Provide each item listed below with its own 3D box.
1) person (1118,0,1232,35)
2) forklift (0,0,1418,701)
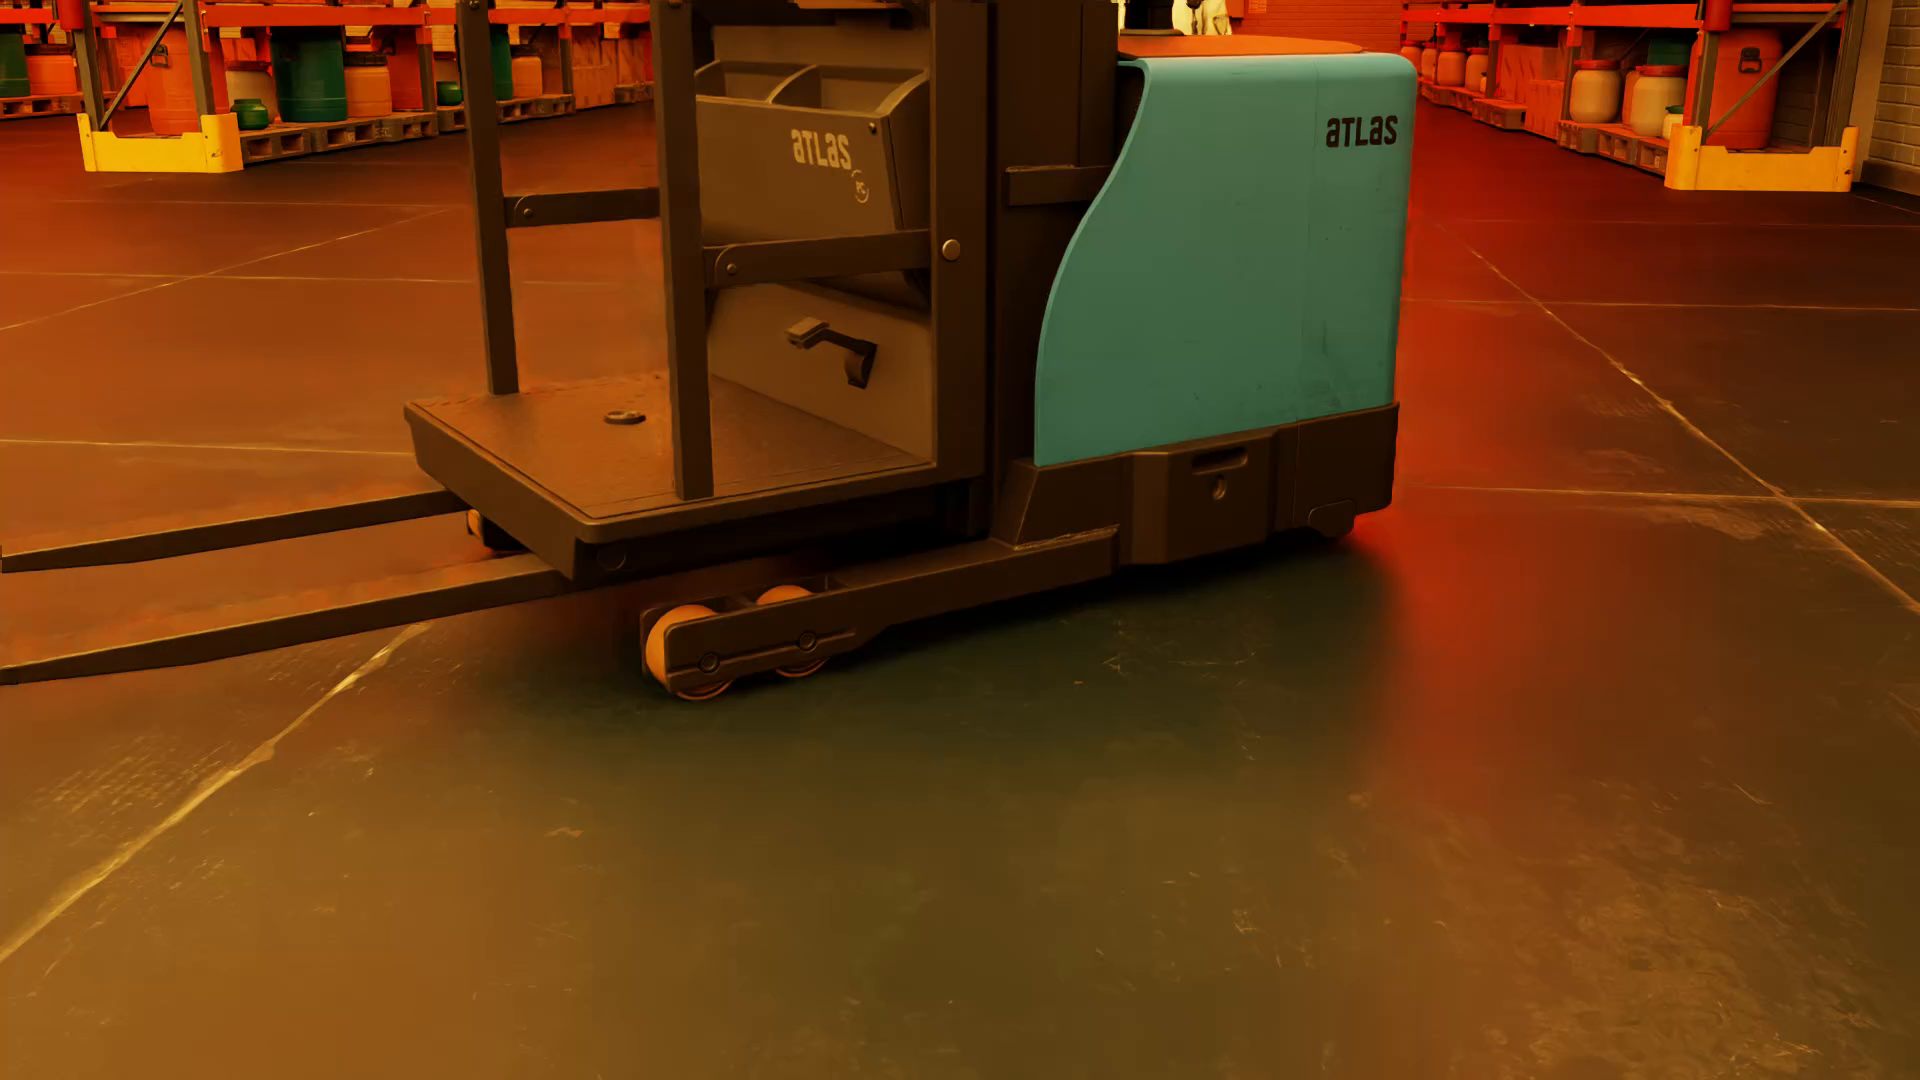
[{"bbox_3d":[0.703,-1.608,6.316,0.834,1.588,0.484,2,18,5],"label":"person"},{"bbox_3d":[-0.508,-1.296,3.061,3.031,2.935,1.130,-11,21,-32],"label":"forklift"}]
